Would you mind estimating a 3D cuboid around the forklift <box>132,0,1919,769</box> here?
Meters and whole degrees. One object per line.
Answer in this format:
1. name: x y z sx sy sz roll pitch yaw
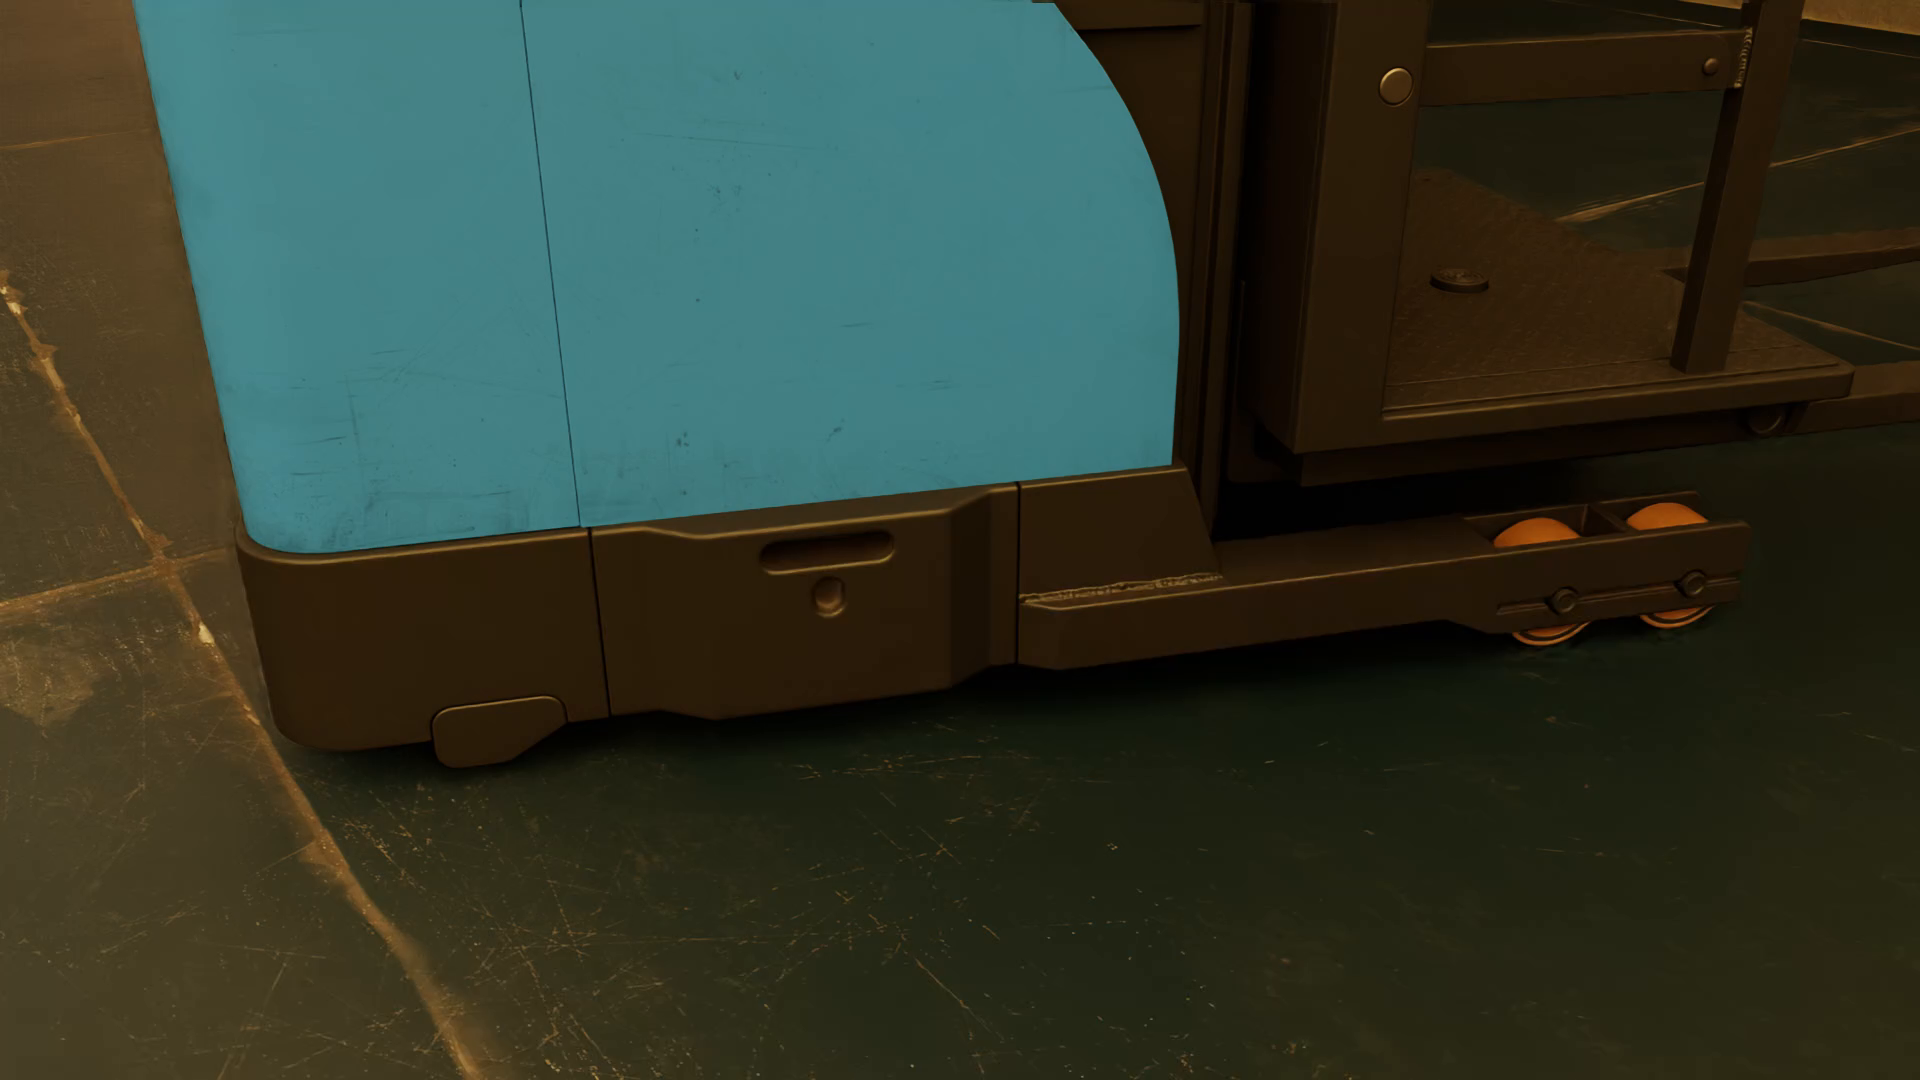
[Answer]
1. forklift: 0.567 -1.392 2.007 3.031 2.935 1.130 -6 27 -13
